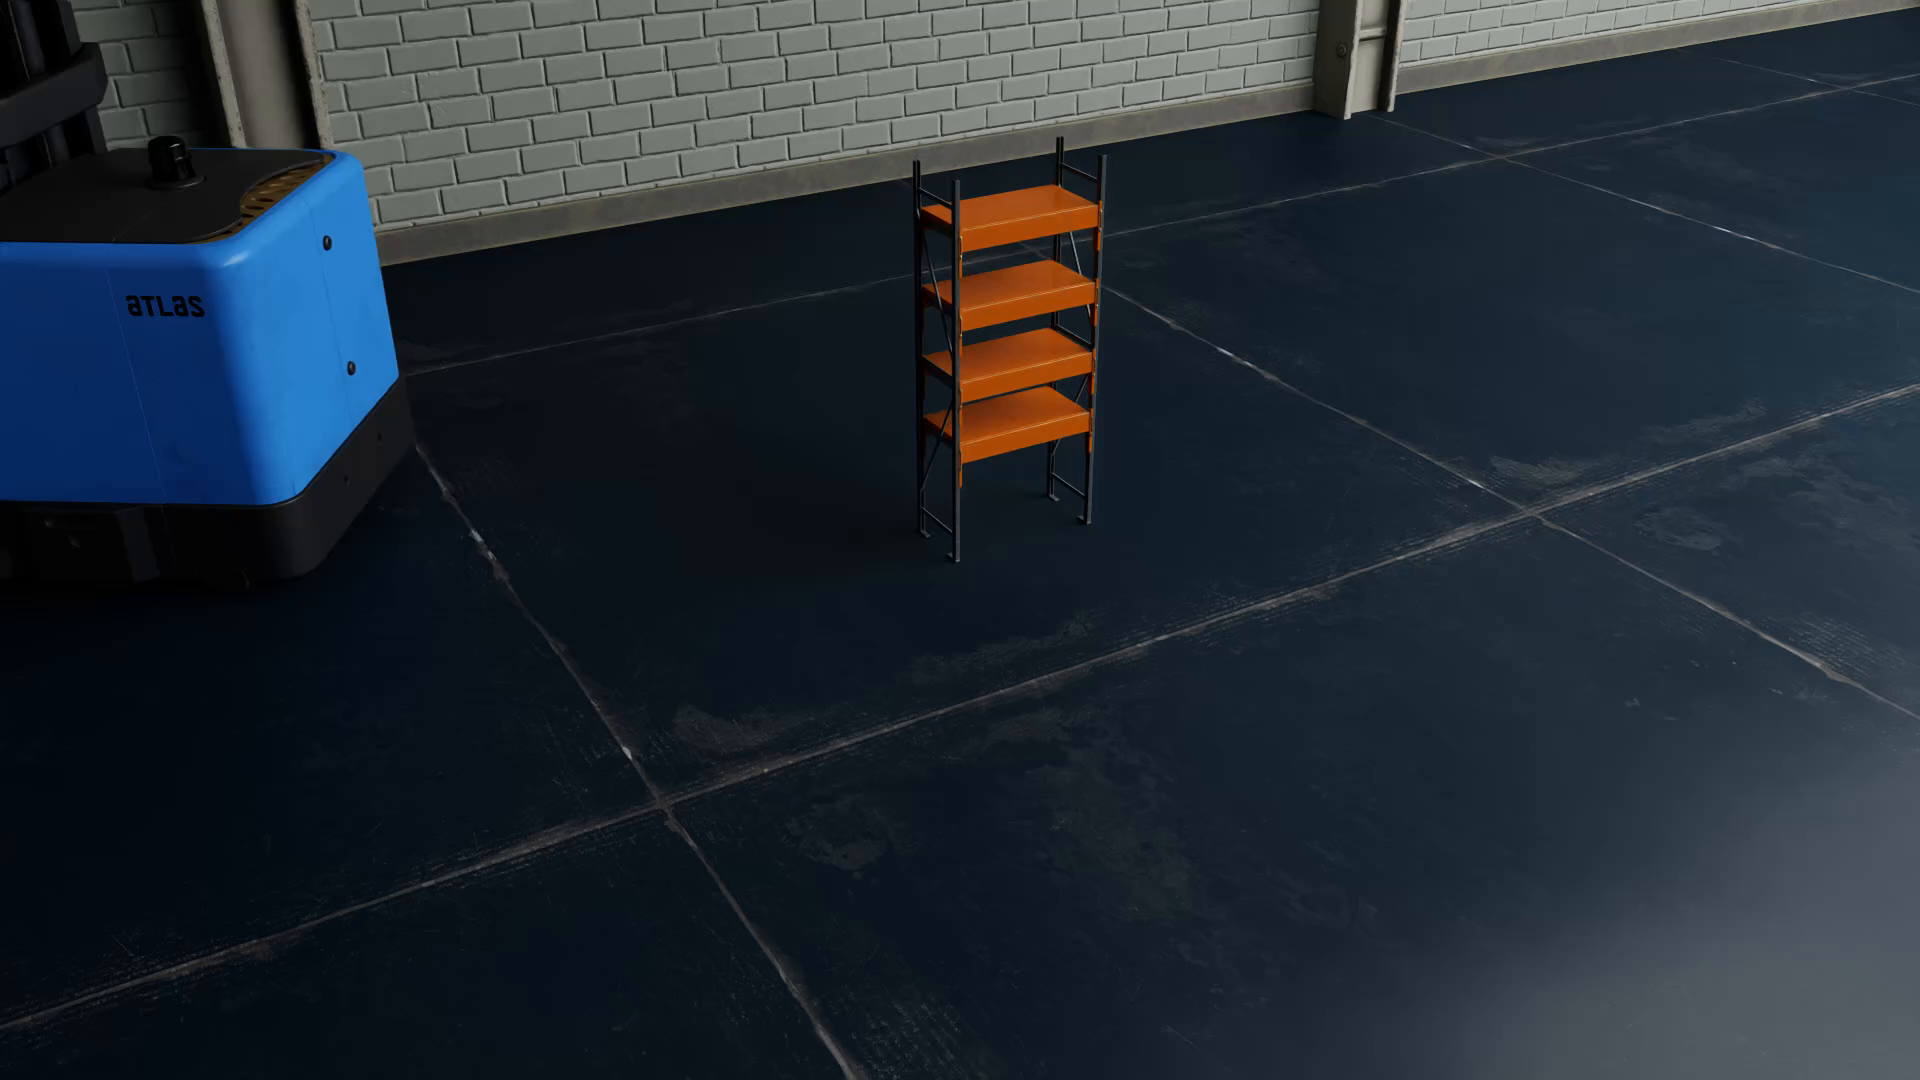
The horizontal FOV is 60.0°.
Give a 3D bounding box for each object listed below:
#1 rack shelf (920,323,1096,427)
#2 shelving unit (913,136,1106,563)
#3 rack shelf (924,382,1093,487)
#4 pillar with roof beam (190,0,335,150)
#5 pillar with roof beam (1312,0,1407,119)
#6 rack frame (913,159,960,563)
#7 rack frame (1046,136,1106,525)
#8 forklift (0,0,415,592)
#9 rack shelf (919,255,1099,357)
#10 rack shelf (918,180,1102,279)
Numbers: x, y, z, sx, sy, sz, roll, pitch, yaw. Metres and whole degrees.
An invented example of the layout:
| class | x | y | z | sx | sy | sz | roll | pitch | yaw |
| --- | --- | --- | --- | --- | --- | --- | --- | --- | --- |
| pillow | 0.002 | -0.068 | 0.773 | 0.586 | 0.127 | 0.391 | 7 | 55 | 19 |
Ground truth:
| class | x | y | z | sx | sy | sz | roll | pitch | yaw |
| --- | --- | --- | --- | --- | --- | --- | --- | --- | --- |
| rack shelf | 0.143 | -0.507 | 5.066 | 0.480 | 0.148 | 0.258 | -16 | 33 | -26 |
| shelving unit | 0.143 | -0.566 | 5.034 | 0.503 | 1.200 | 0.258 | -16 | 33 | -26 |
| rack shelf | 0.143 | -0.333 | 5.162 | 0.480 | 0.148 | 0.258 | -16 | 33 | -26 |
| pillar with roof beam | -0.663 | -3.241 | 1.809 | 0.400 | 9.000 | 9.100 | -16 | 33 | -26 |
| pillar with roof beam | 4.510 | -4.710 | 4.470 | 0.400 | 9.000 | 9.100 | -16 | 33 | -26 |
| rack frame | -0.068 | -0.506 | 4.925 | 0.015 | 1.200 | 0.240 | -16 | 33 | -26 |
| rack frame | 0.353 | -0.626 | 5.142 | 0.015 | 1.200 | 0.240 | -16 | 33 | -26 |
| forklift | -3.407 | -1.384 | 4.725 | 3.031 | 2.935 | 1.130 | 1 | 29 | 2 |
| rack shelf | 0.143 | -0.703 | 4.958 | 0.480 | 0.148 | 0.258 | -16 | 33 | -26 |
| rack shelf | 0.143 | -0.910 | 4.844 | 0.480 | 0.148 | 0.258 | -16 | 33 | -26 |
